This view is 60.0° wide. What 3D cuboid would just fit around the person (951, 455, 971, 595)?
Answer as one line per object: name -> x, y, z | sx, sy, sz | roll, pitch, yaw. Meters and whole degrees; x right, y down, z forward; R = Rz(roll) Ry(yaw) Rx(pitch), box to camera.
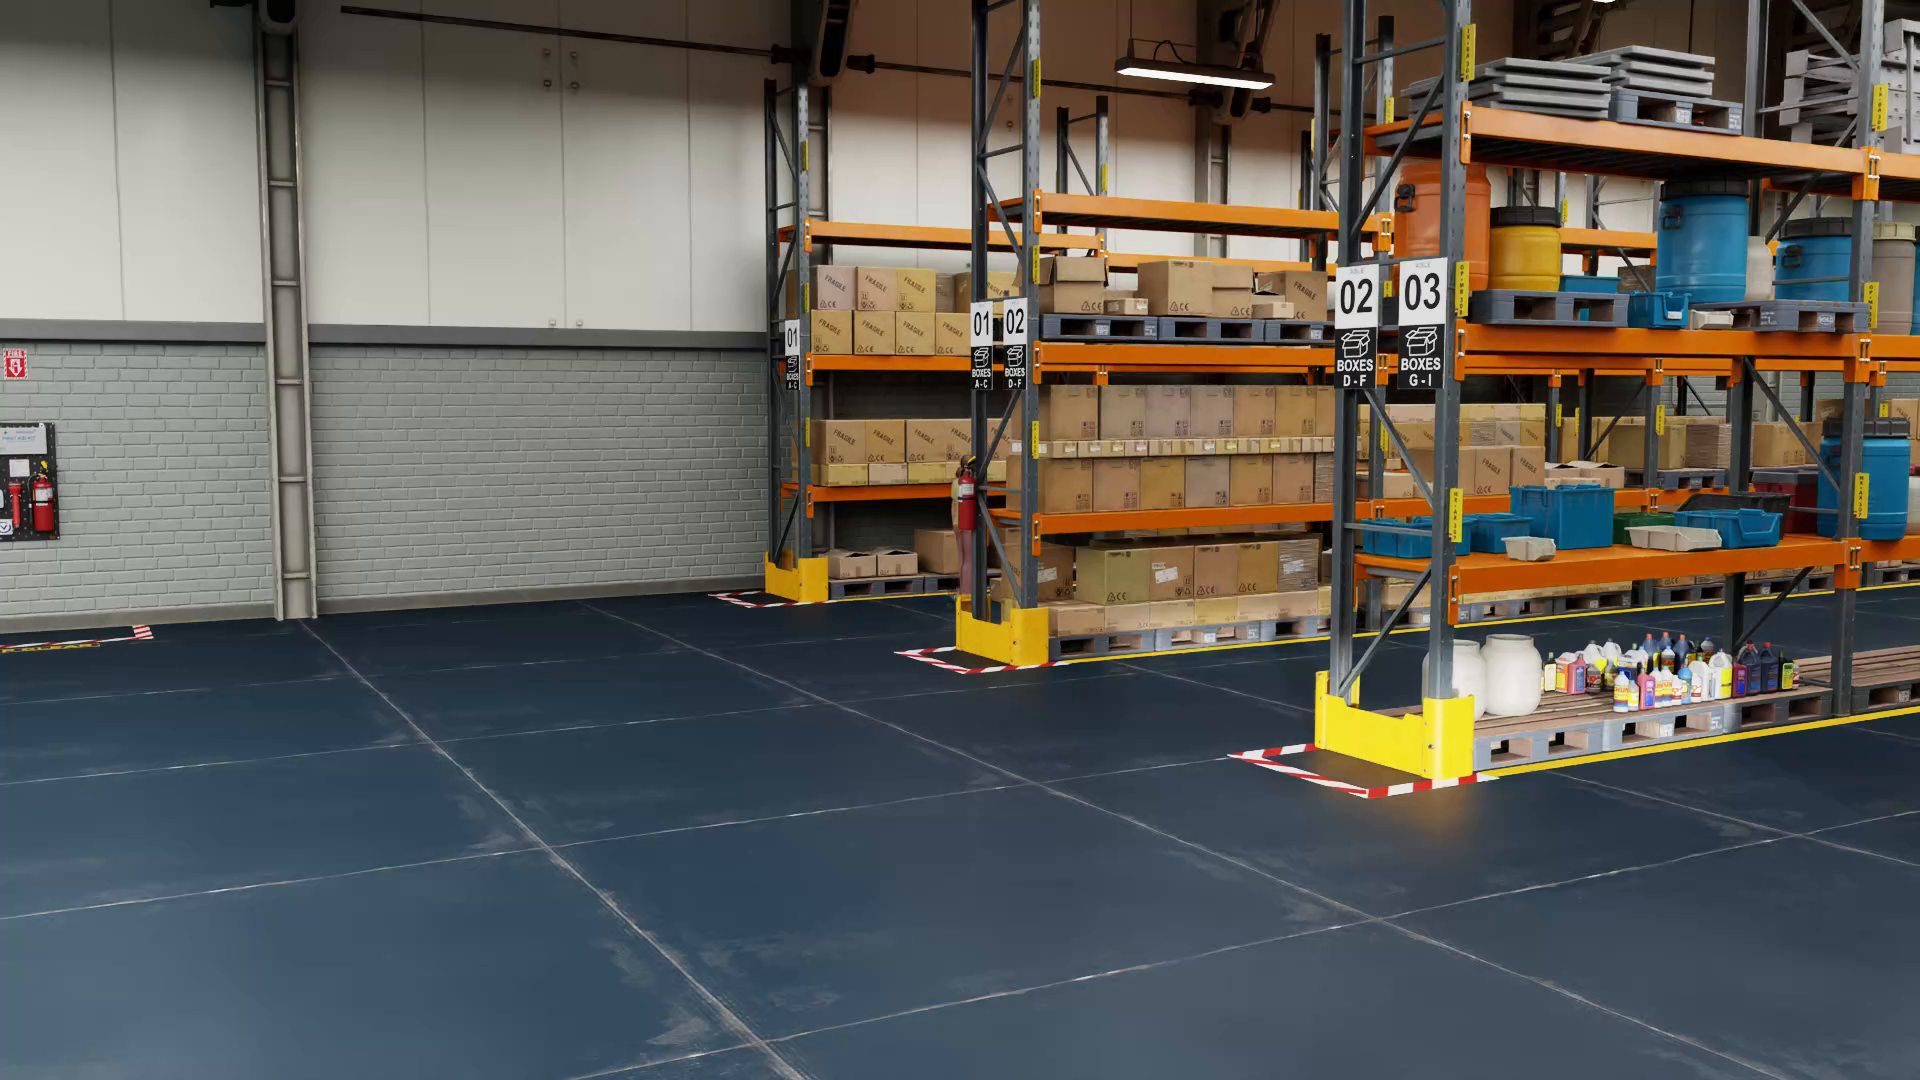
person -> 0.160, -0.129, 18.851 | 0.498, 1.685, 0.470 | -4, 6, -38
